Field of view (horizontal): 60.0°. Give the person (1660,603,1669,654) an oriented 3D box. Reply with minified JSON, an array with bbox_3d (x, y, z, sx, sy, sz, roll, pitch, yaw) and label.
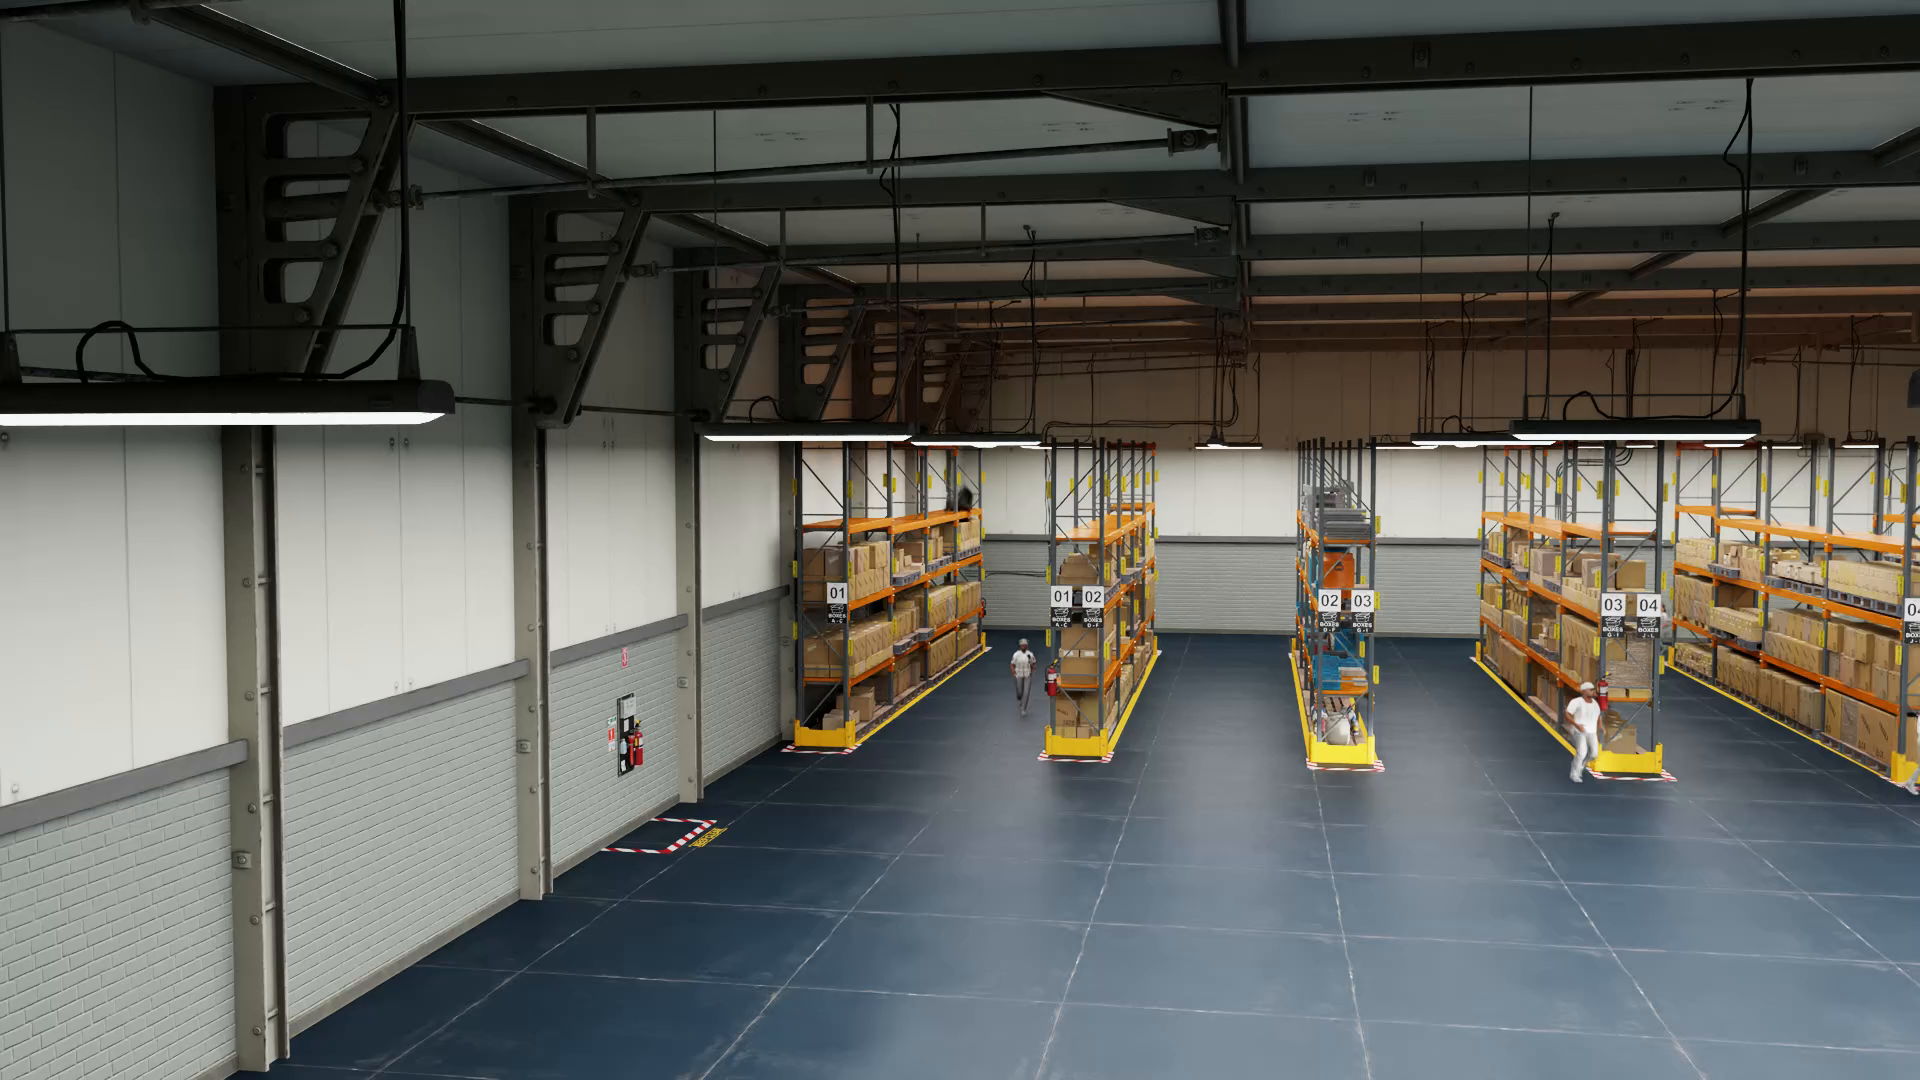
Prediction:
[{"bbox_3d":[19.296,2.507,45.835,0.600,1.569,0.726,0,3,-2],"label":"person"}]

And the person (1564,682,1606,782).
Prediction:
[{"bbox_3d":[10.890,3.339,28.892,0.778,1.705,0.509,-1,3,-17],"label":"person"}]

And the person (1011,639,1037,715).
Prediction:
[{"bbox_3d":[1.394,2.977,36.373,0.575,1.662,0.589,0,3,-1],"label":"person"}]

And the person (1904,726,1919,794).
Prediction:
[{"bbox_3d":[16.005,3.425,27.397,0.628,1.726,0.811,-1,3,-21],"label":"person"}]

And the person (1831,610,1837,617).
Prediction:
[{"bbox_3d":[23.635,2.524,45.203,0.547,1.629,0.578,0,3,8],"label":"person"}]
